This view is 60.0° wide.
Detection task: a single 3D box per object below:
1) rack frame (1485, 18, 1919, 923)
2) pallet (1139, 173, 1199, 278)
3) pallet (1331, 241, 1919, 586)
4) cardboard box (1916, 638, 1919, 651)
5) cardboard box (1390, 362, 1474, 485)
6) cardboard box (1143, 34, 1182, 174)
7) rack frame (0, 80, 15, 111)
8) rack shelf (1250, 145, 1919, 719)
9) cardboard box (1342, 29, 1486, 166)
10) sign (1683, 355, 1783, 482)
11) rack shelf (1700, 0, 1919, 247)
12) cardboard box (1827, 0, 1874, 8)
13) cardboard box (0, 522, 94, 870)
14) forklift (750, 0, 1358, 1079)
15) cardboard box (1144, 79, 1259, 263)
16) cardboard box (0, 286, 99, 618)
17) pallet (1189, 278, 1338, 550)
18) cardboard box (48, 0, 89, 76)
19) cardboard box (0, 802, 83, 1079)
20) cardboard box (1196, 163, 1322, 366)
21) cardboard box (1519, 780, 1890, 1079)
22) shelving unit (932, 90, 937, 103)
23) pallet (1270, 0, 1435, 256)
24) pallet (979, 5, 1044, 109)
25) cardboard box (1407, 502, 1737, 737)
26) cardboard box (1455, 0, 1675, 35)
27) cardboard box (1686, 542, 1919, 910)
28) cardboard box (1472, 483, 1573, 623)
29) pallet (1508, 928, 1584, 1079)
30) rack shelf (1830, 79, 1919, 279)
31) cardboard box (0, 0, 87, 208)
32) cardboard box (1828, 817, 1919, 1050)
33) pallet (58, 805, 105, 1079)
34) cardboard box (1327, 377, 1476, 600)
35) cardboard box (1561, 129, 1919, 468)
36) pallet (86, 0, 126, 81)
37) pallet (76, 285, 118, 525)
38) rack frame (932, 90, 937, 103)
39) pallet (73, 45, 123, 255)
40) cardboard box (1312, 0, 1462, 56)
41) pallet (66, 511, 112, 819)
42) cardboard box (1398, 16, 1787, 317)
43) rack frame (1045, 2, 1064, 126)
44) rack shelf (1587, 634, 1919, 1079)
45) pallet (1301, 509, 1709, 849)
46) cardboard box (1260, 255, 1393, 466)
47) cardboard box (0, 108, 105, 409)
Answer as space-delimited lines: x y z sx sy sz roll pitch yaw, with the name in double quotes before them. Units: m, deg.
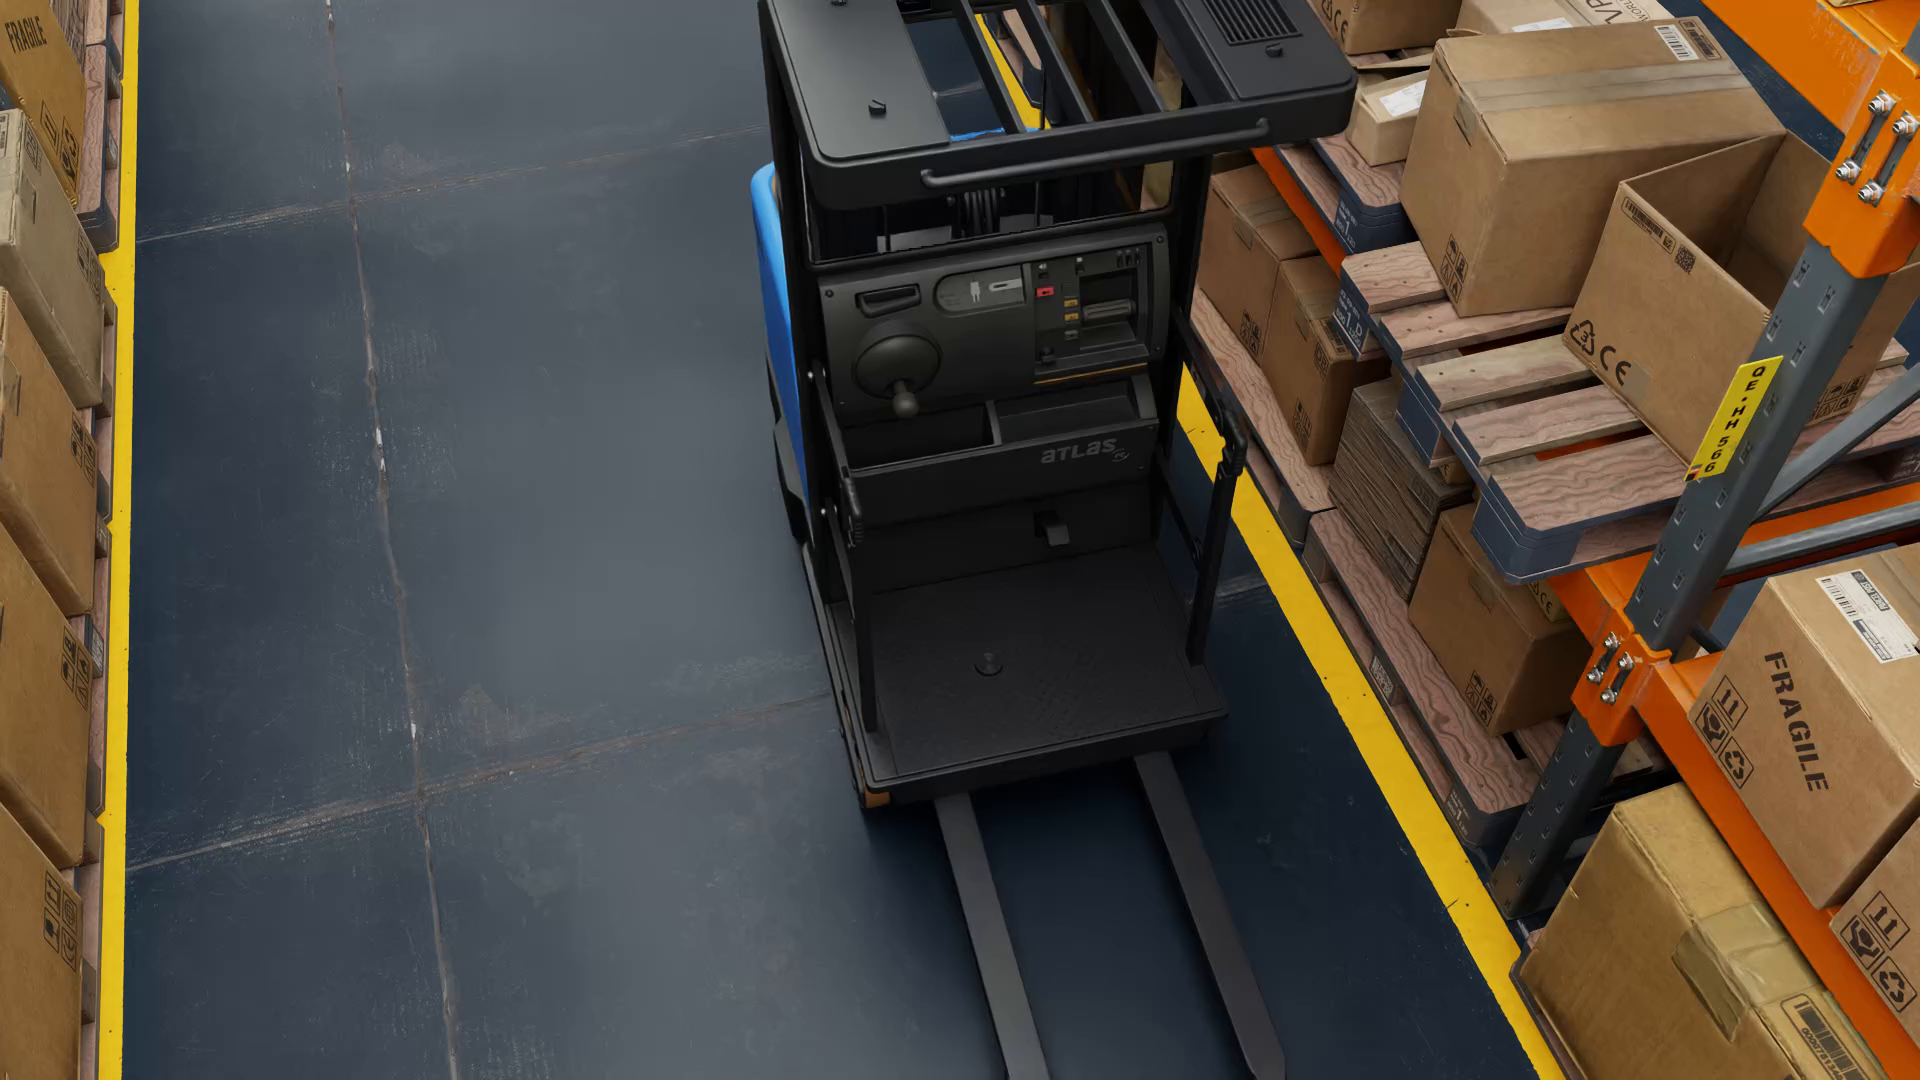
"rack frame" 2.041 -0.017 3.803 1.000 3.000 0.127 -13 51 -11
"pallet" 1.090 -1.472 6.853 1.003 0.211 1.213 -13 51 -11
"pallet" 1.728 -0.452 4.294 1.213 0.211 1.003 -13 51 -11
"cardboard box" 2.242 0.165 2.928 0.797 0.503 0.637 -12 51 -10
"cardboard box" 1.647 -0.463 5.035 0.500 0.250 0.500 -8 50 -7
"cardboard box" 1.019 -1.822 6.671 0.700 0.500 0.500 -17 52 -14
"rack frame" -3.910 -1.891 5.382 1.000 3.000 0.127 -13 51 -11
"rack shelf" 1.449 -1.246 5.309 1.077 0.370 4.000 -13 51 -11
"cardboard box" 1.290 -1.266 4.669 0.396 0.266 0.258 -15 51 -12
"sign" 1.525 -0.235 3.281 0.100 0.325 0.005 -13 51 -11
"rack shelf" 1.449 -2.213 4.162 1.077 0.370 4.000 -13 51 -11
"cardboard box" 1.666 -1.228 2.959 0.500 0.250 0.500 -13 51 -11
"cardboard box" -3.083 0.517 4.549 1.050 0.750 0.750 -13 51 -10
"forklift" 0.155 -0.464 4.224 1.130 2.935 3.031 -11 51 -9
"cardboard box" 1.142 -1.469 6.374 0.700 0.500 0.500 -14 51 -11
"cardboard box" -3.359 -0.163 5.122 1.050 0.750 0.750 -13 51 -11
"pallet" 1.454 -0.579 6.100 1.003 0.211 1.213 -13 51 -11
"cardboard box" -4.299 -2.474 6.989 0.875 0.875 0.875 -13 51 -11
"cardboard box" -2.821 1.155 4.011 1.050 0.750 0.750 -14 51 -11
"cardboard box" 1.308 -1.060 6.029 0.700 0.500 0.500 -17 52 -14
"cardboard box" 2.225 1.041 4.026 1.225 0.875 0.875 -15 52 -13
"shelving unit" -0.251 -1.231 6.003 0.258 1.200 0.503 -11 51 -9
"pallet" 1.416 -1.392 5.087 1.003 0.211 1.213 -13 51 -11
"pallet" 0.626 -2.522 7.738 1.003 0.211 1.213 -13 51 -11
"cardboard box" 1.824 0.162 4.999 0.700 0.500 0.500 -16 52 -13
"cardboard box" 1.765 -1.380 4.775 0.500 0.250 0.500 -15 51 -12
"cardboard box" 1.925 0.367 3.413 0.500 0.500 0.500 -12 51 -10
"cardboard box" 1.814 -0.078 4.710 0.500 0.250 0.500 -11 51 -9
"pallet" 2.202 1.474 4.369 1.003 0.211 1.213 -13 51 -11
"rack shelf" 2.632 0.709 1.699 1.077 0.370 4.000 -13 51 -11
"cardboard box" -4.029 -1.817 6.435 0.875 0.875 0.875 -13 51 -10
"cardboard box" 2.079 0.743 3.096 0.500 0.500 0.500 -15 51 -12
"pallet" -2.888 1.336 4.485 1.003 0.211 1.213 -13 51 -11
"cardboard box" 1.647 -0.240 5.338 0.700 0.500 0.500 -17 52 -14
"cardboard box" 1.843 -0.570 3.929 0.500 0.500 0.500 -19 52 -15
"pallet" -4.425 -2.458 7.684 1.003 0.211 1.213 -13 51 -11
"pallet" -3.610 -0.446 5.988 1.003 0.211 1.213 -13 51 -11
"rack frame" -0.193 -1.050 5.851 0.240 1.200 0.015 -11 51 -9
"pallet" -4.060 -1.565 6.932 1.003 0.211 1.213 -13 51 -11
"cardboard box" 1.459 -1.862 5.016 0.797 0.503 0.637 -9 50 -7
"pallet" -3.245 0.447 5.235 1.003 0.211 1.213 -13 51 -11
"cardboard box" 1.582 -0.955 4.253 0.700 0.500 0.500 -7 50 -6
"rack frame" 0.858 -2.939 6.266 1.000 3.000 0.127 -13 51 -11
"rack shelf" 2.632 1.675 2.846 1.077 0.370 4.000 -13 51 -11
"pallet" 1.811 0.310 5.350 1.003 0.211 1.213 -13 51 -11
"cardboard box" 1.473 -0.653 5.686 0.700 0.500 0.500 -9 51 -8
"cardboard box" -3.641 -0.868 5.717 1.050 0.750 0.750 -14 51 -11
